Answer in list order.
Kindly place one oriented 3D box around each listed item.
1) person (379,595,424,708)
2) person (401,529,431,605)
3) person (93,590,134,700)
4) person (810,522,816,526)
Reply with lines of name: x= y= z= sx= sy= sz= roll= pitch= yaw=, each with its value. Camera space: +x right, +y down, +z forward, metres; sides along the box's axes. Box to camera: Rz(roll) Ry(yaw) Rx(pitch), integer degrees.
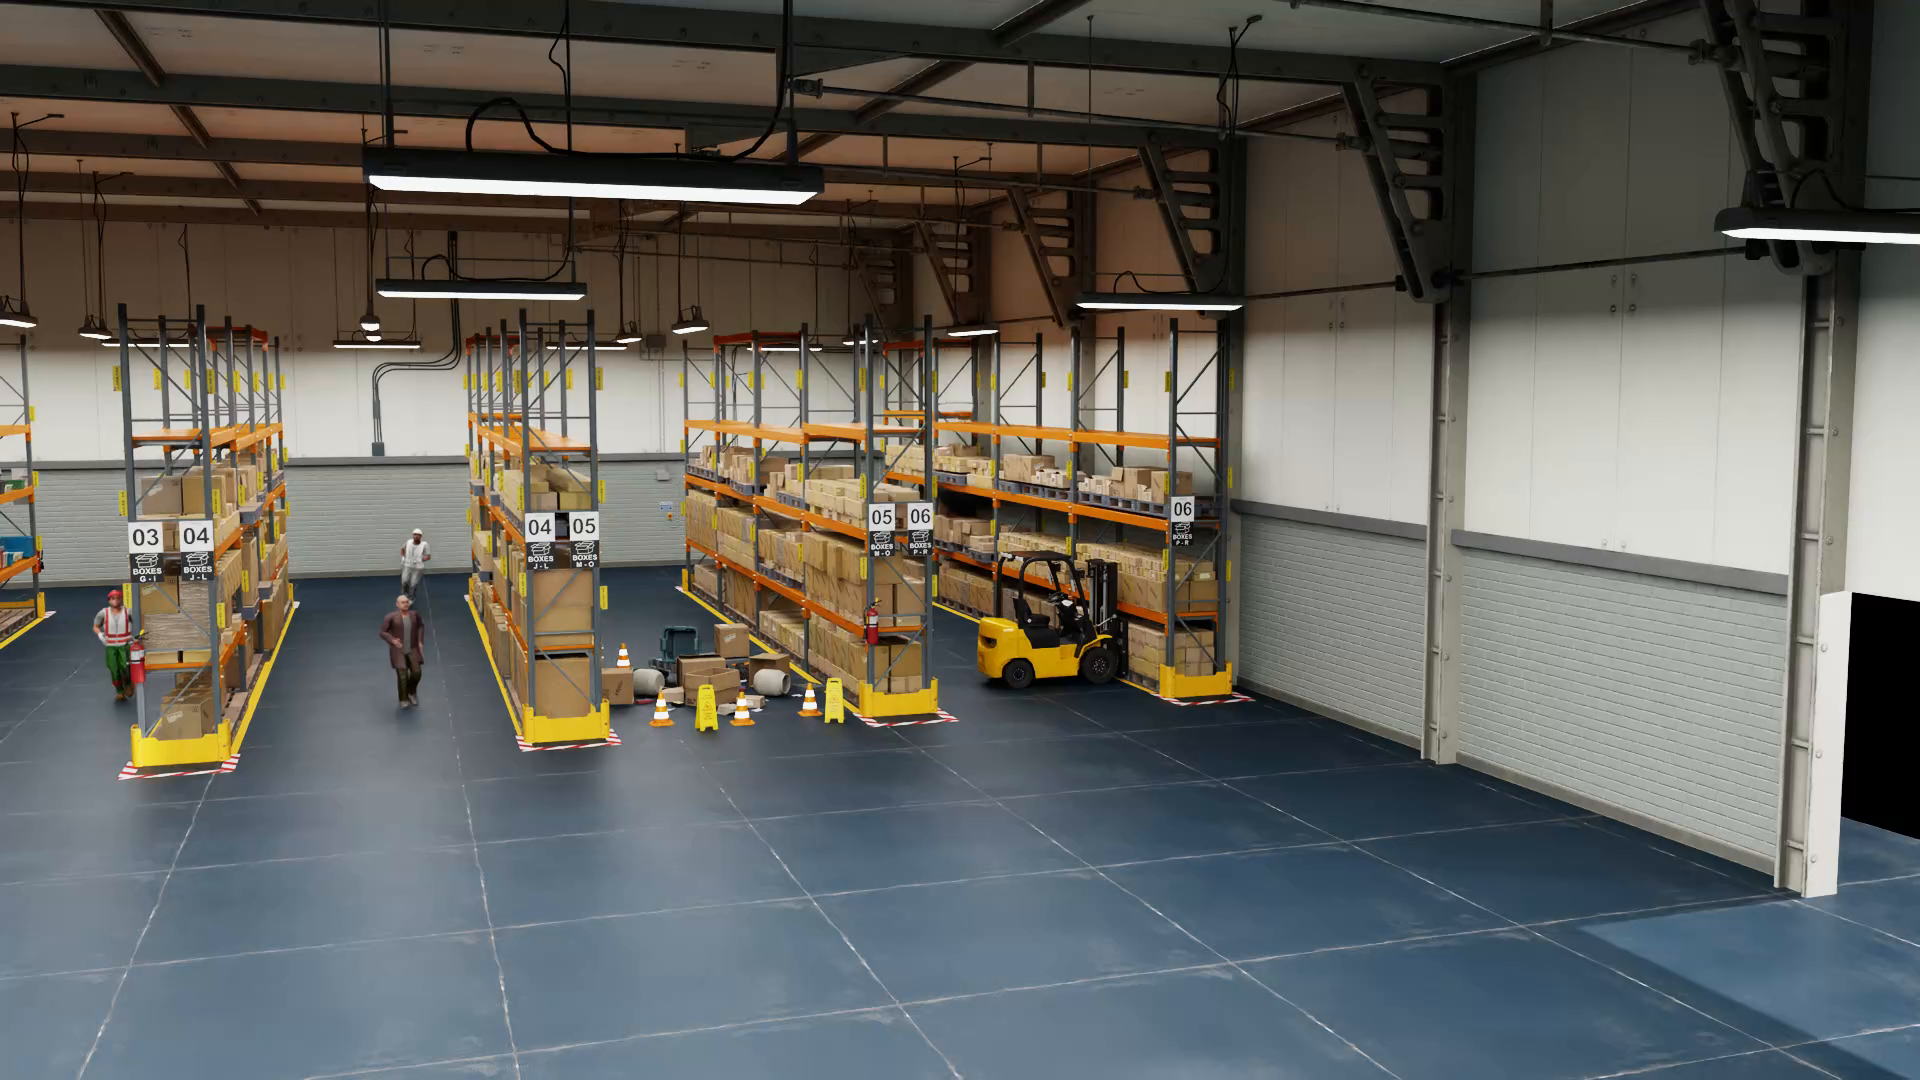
person: x=-8.498 y=1.718 z=25.459 sx=0.714 sy=1.742 sz=0.635 roll=-3 pitch=6 yaw=-32
person: x=-12.171 y=0.611 z=37.120 sx=0.719 sy=1.730 sz=0.608 roll=-1 pitch=5 yaw=-7
person: x=-13.214 y=1.654 z=26.059 sx=0.659 sy=1.744 sz=0.578 roll=-2 pitch=6 yaw=-23
person: x=-3.667 y=0.144 z=39.069 sx=0.686 sy=1.735 sz=0.534 roll=-3 pitch=6 yaw=-29
